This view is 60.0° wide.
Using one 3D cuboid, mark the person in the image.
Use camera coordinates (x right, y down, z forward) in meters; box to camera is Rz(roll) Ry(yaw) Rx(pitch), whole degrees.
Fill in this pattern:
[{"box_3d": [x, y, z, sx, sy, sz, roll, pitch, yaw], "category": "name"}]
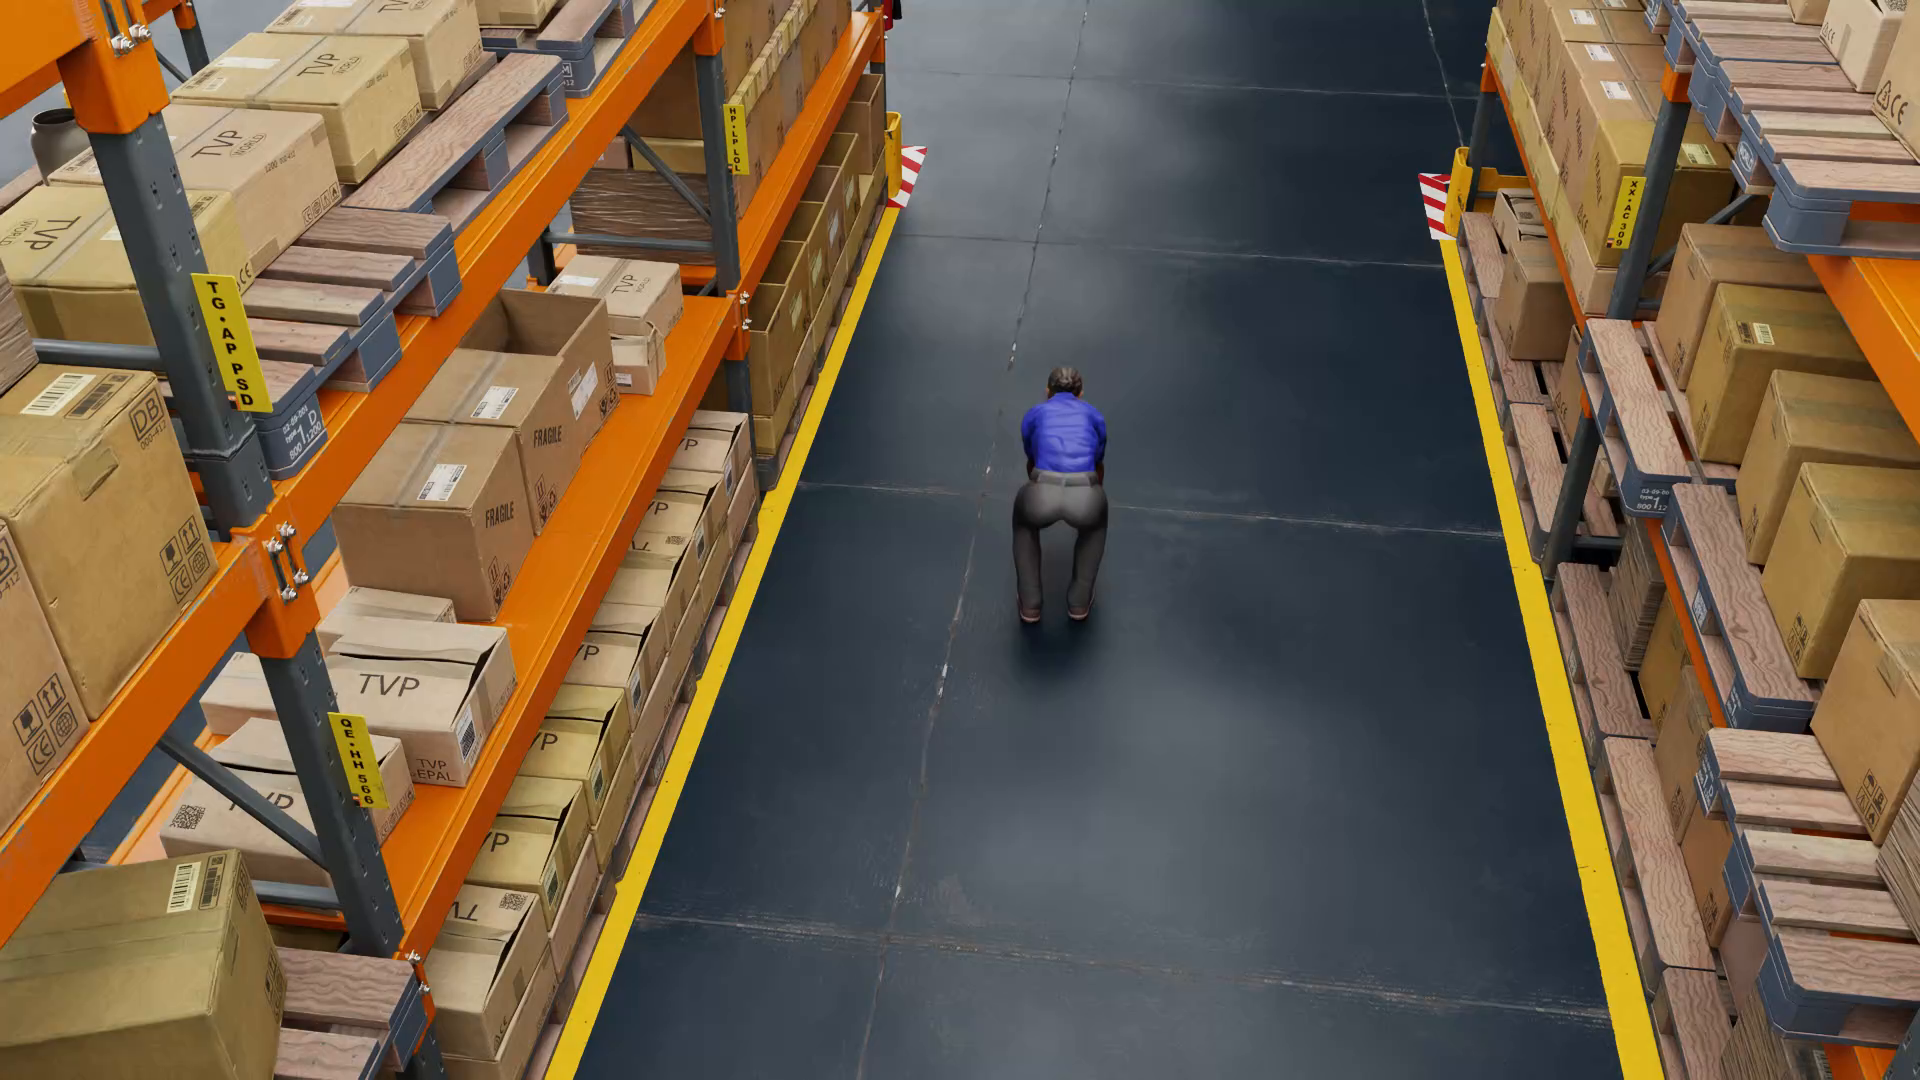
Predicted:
[{"box_3d": [0.474, -0.187, 7.815, 0.452, 1.048, 0.857, 3, 36, 4], "category": "person"}]
